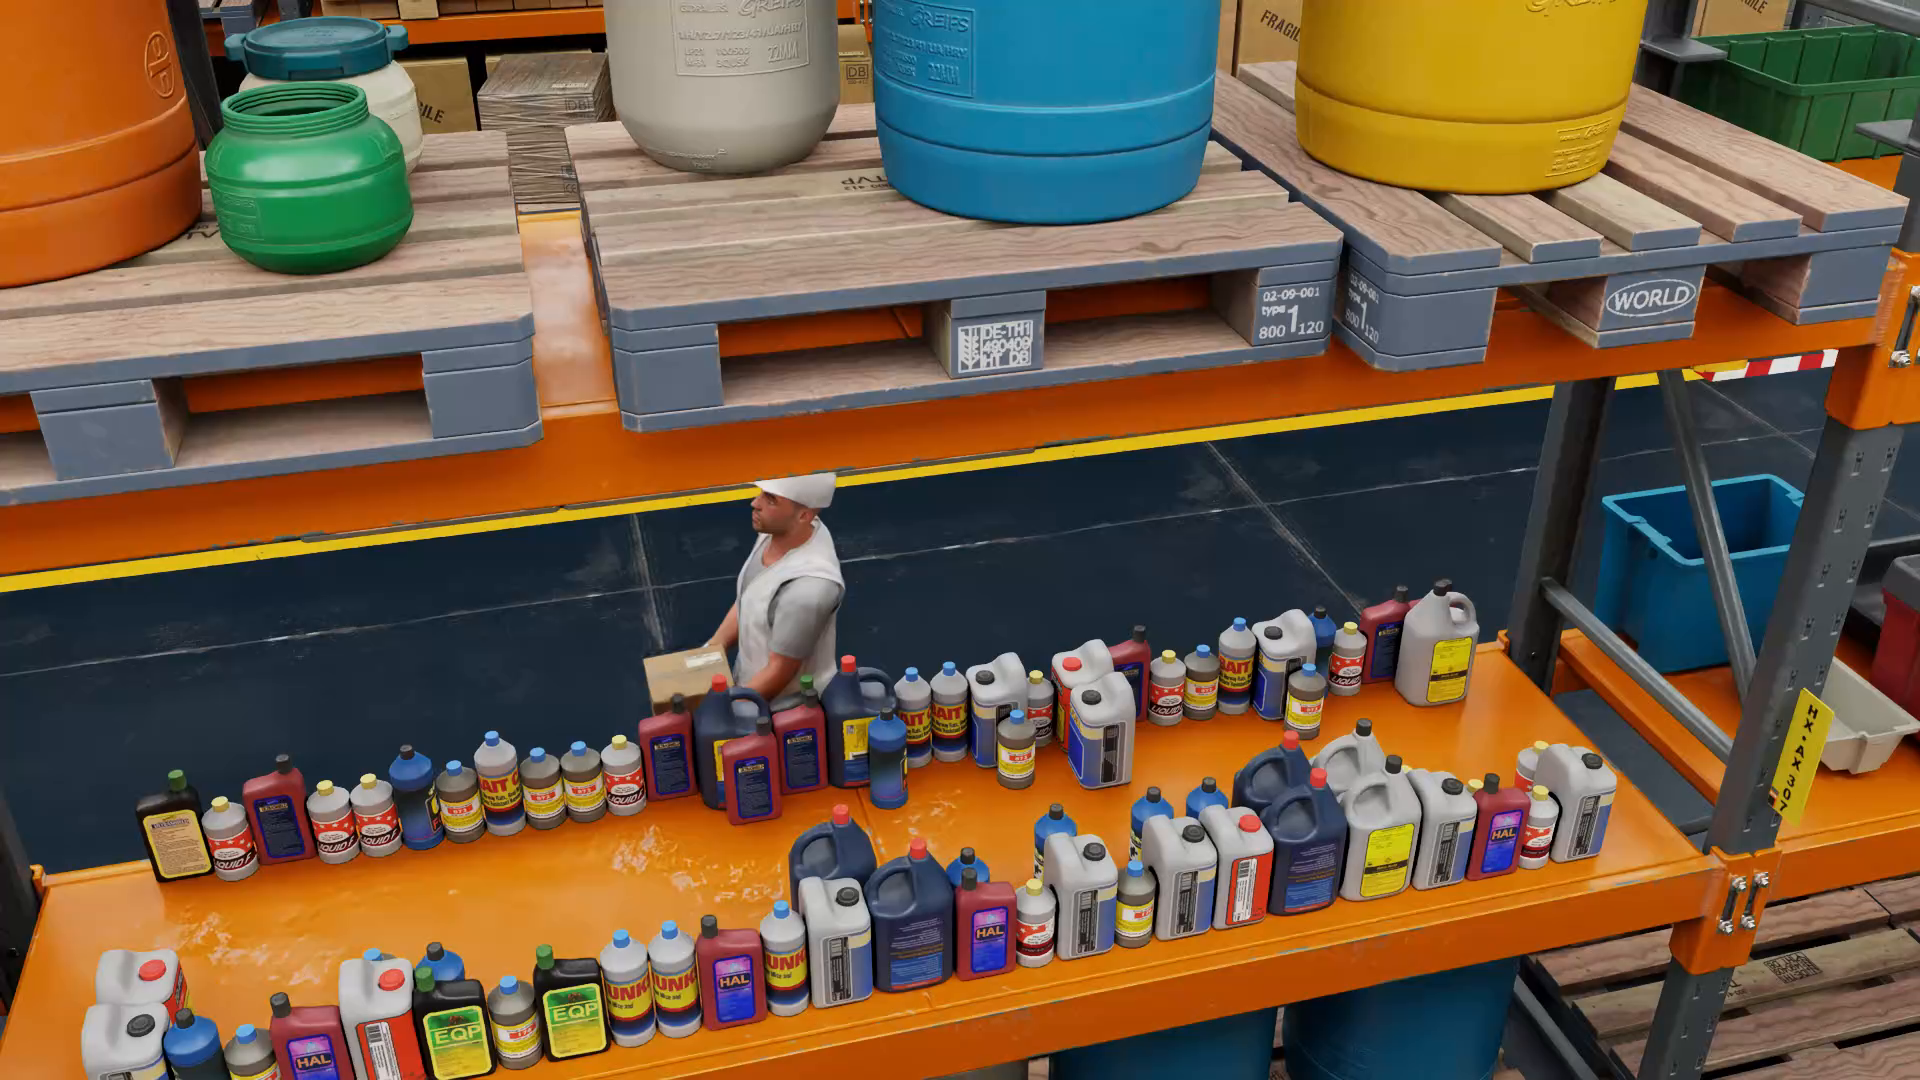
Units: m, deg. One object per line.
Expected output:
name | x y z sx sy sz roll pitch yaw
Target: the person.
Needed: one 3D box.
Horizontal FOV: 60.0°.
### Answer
person | -0.617 0.520 5.199 0.525 1.793 0.535 -8 31 -13
